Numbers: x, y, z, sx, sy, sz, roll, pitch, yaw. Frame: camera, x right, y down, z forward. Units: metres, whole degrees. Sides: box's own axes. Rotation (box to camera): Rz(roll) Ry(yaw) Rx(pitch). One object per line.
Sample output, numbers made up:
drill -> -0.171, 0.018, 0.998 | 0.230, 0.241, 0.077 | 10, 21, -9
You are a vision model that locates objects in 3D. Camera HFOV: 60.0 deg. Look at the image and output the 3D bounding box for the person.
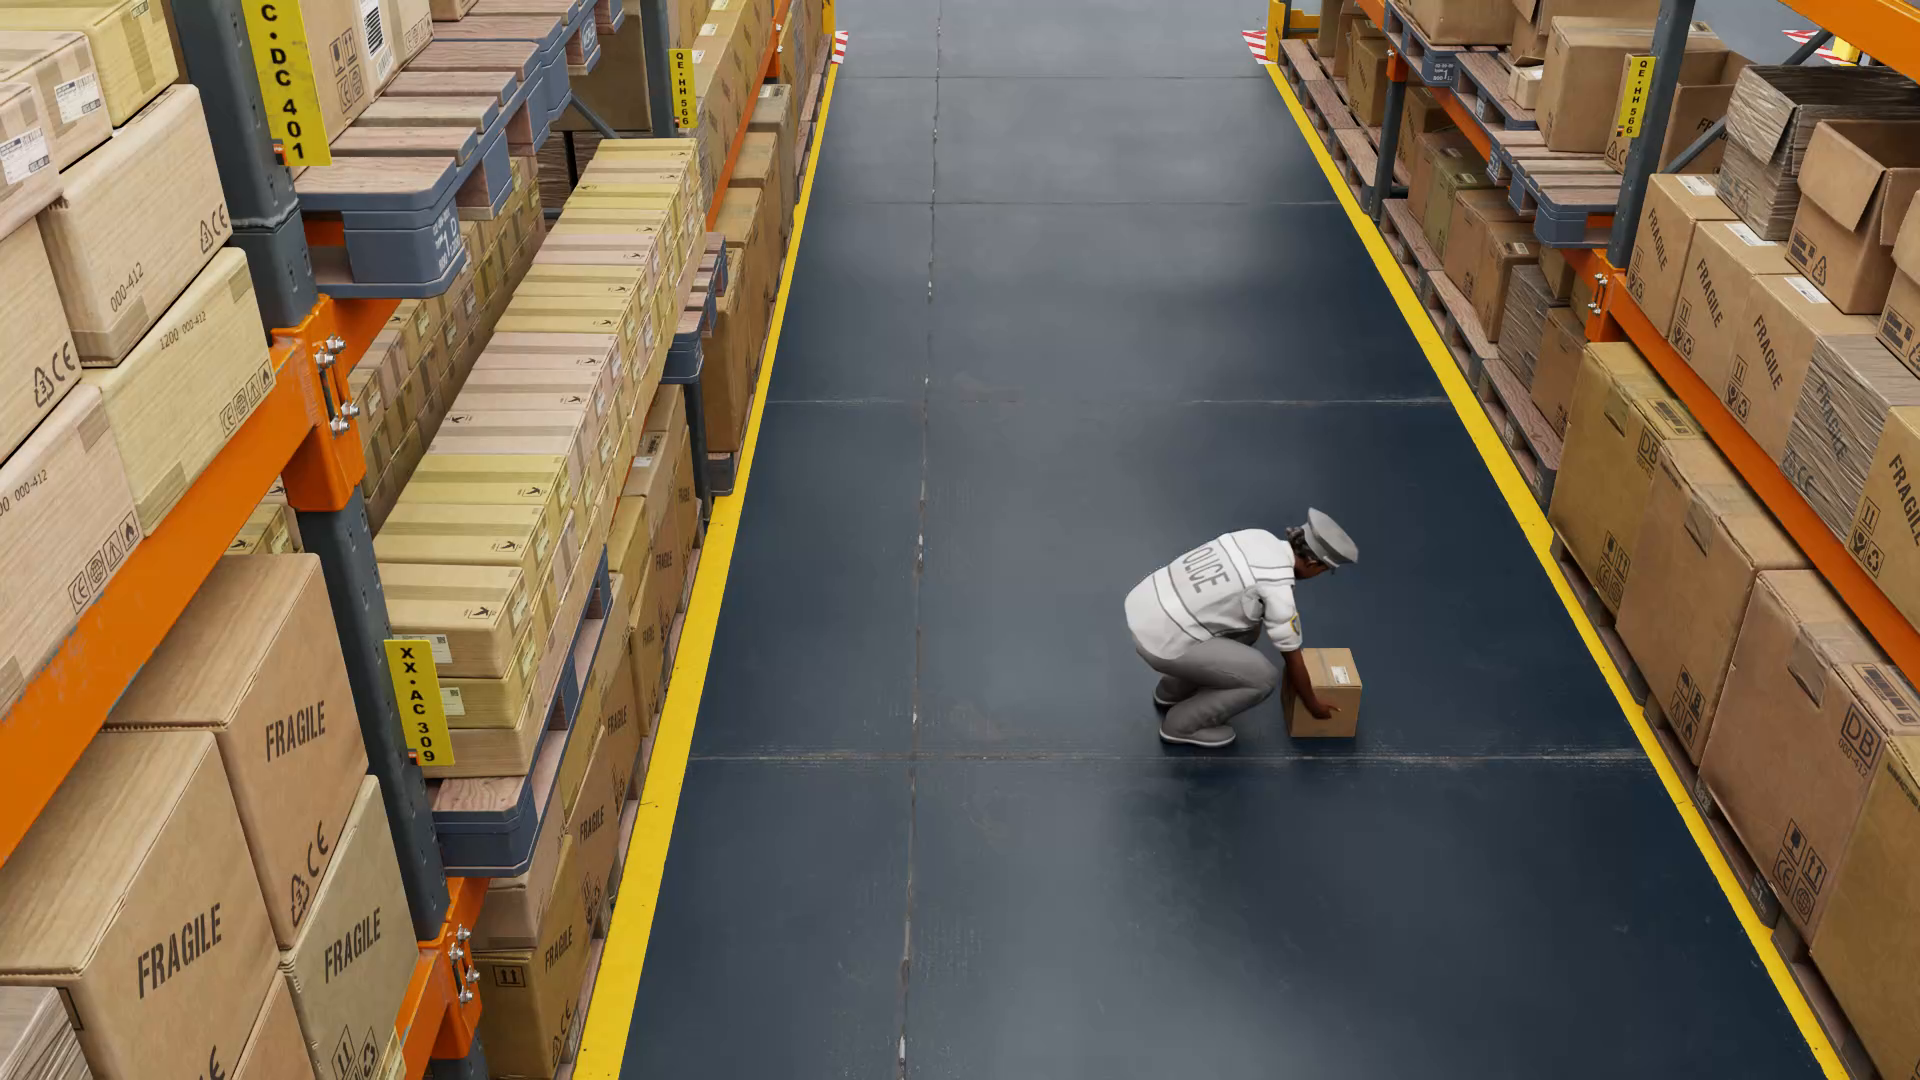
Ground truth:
person -> 1.061, 0.322, 6.349 | 0.866, 0.899, 0.481 | 0, 32, 0
